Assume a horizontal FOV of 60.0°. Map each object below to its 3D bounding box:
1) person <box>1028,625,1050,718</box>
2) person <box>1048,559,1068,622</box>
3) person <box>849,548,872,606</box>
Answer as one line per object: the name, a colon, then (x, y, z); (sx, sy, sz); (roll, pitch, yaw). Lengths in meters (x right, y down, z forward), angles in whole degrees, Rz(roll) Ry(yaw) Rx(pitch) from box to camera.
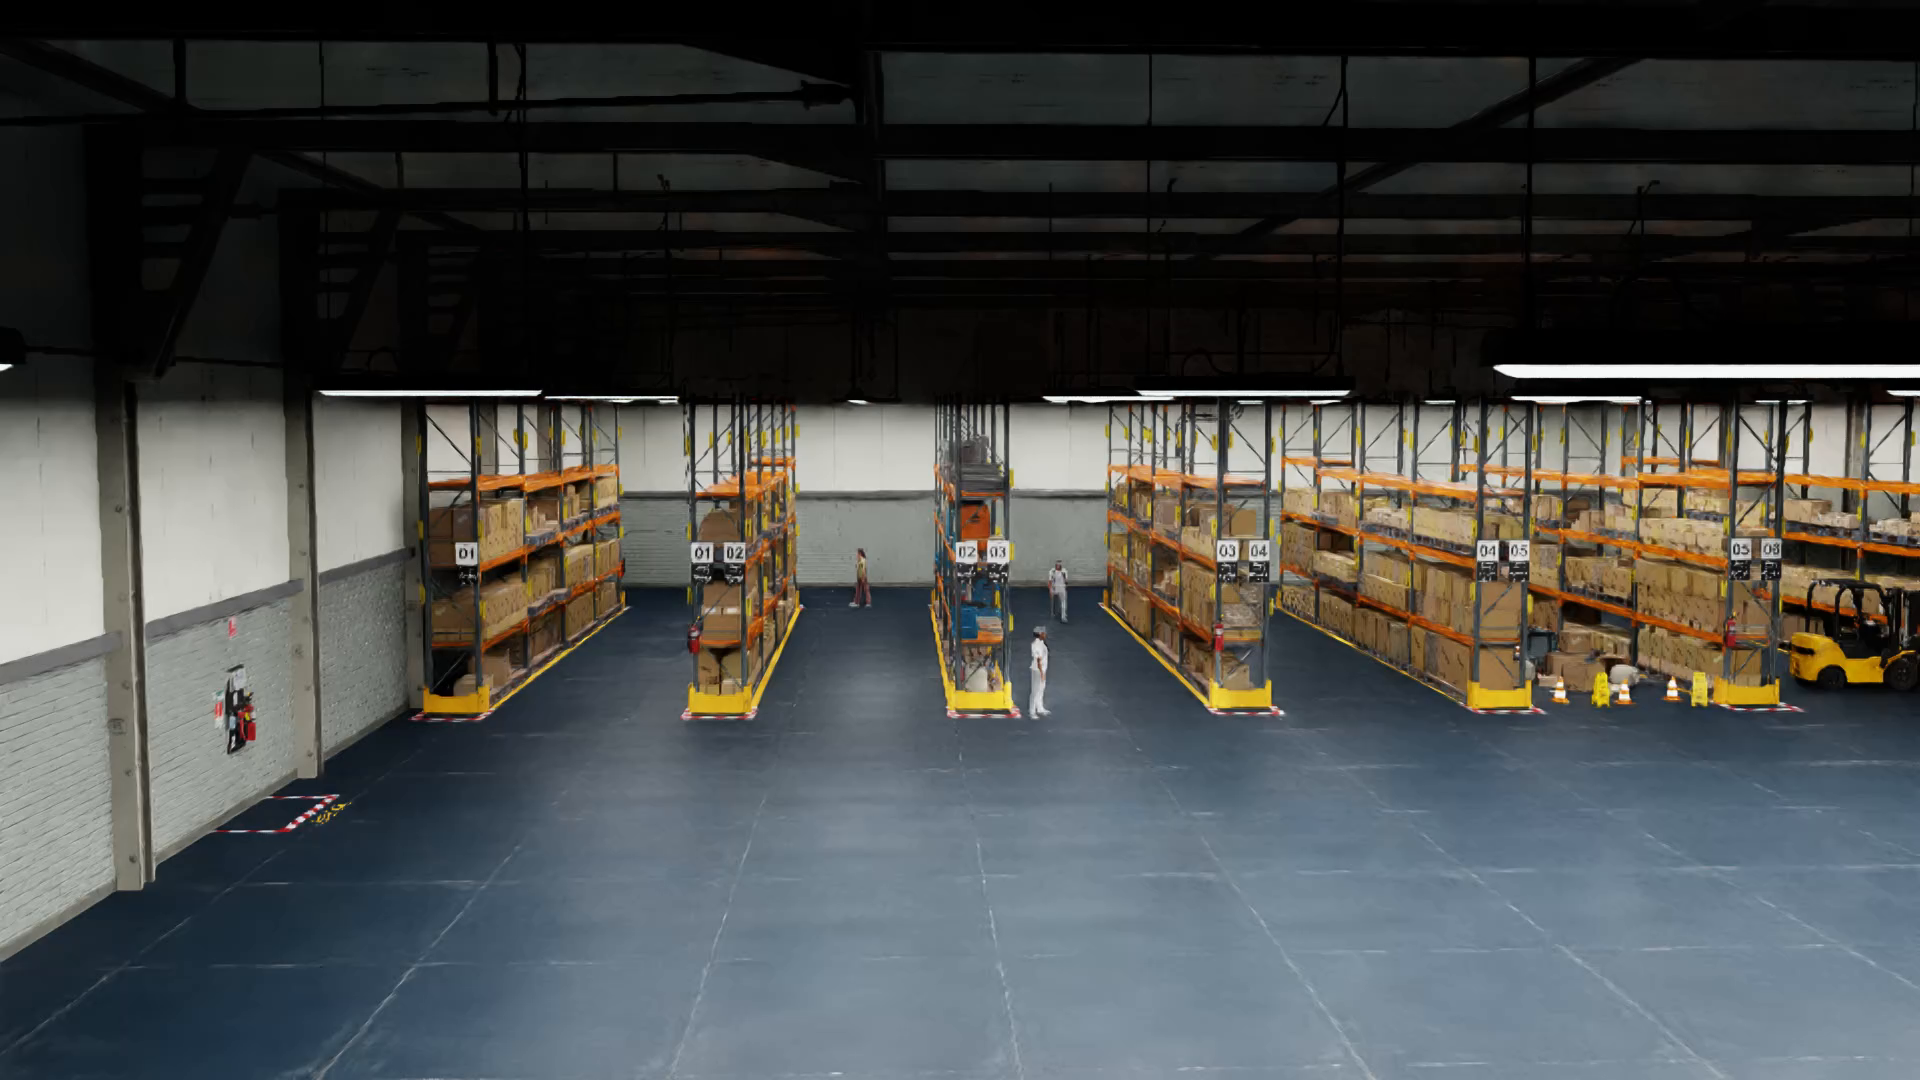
person: (1.458, 2.413, 30.691); (0.375, 1.683, 0.634); (1, 5, 8)
person: (2.611, 1.325, 44.269); (0.542, 1.675, 1.126); (0, 5, 0)
person: (-2.853, 1.080, 47.656); (0.615, 1.648, 0.545); (-1, 5, -17)
